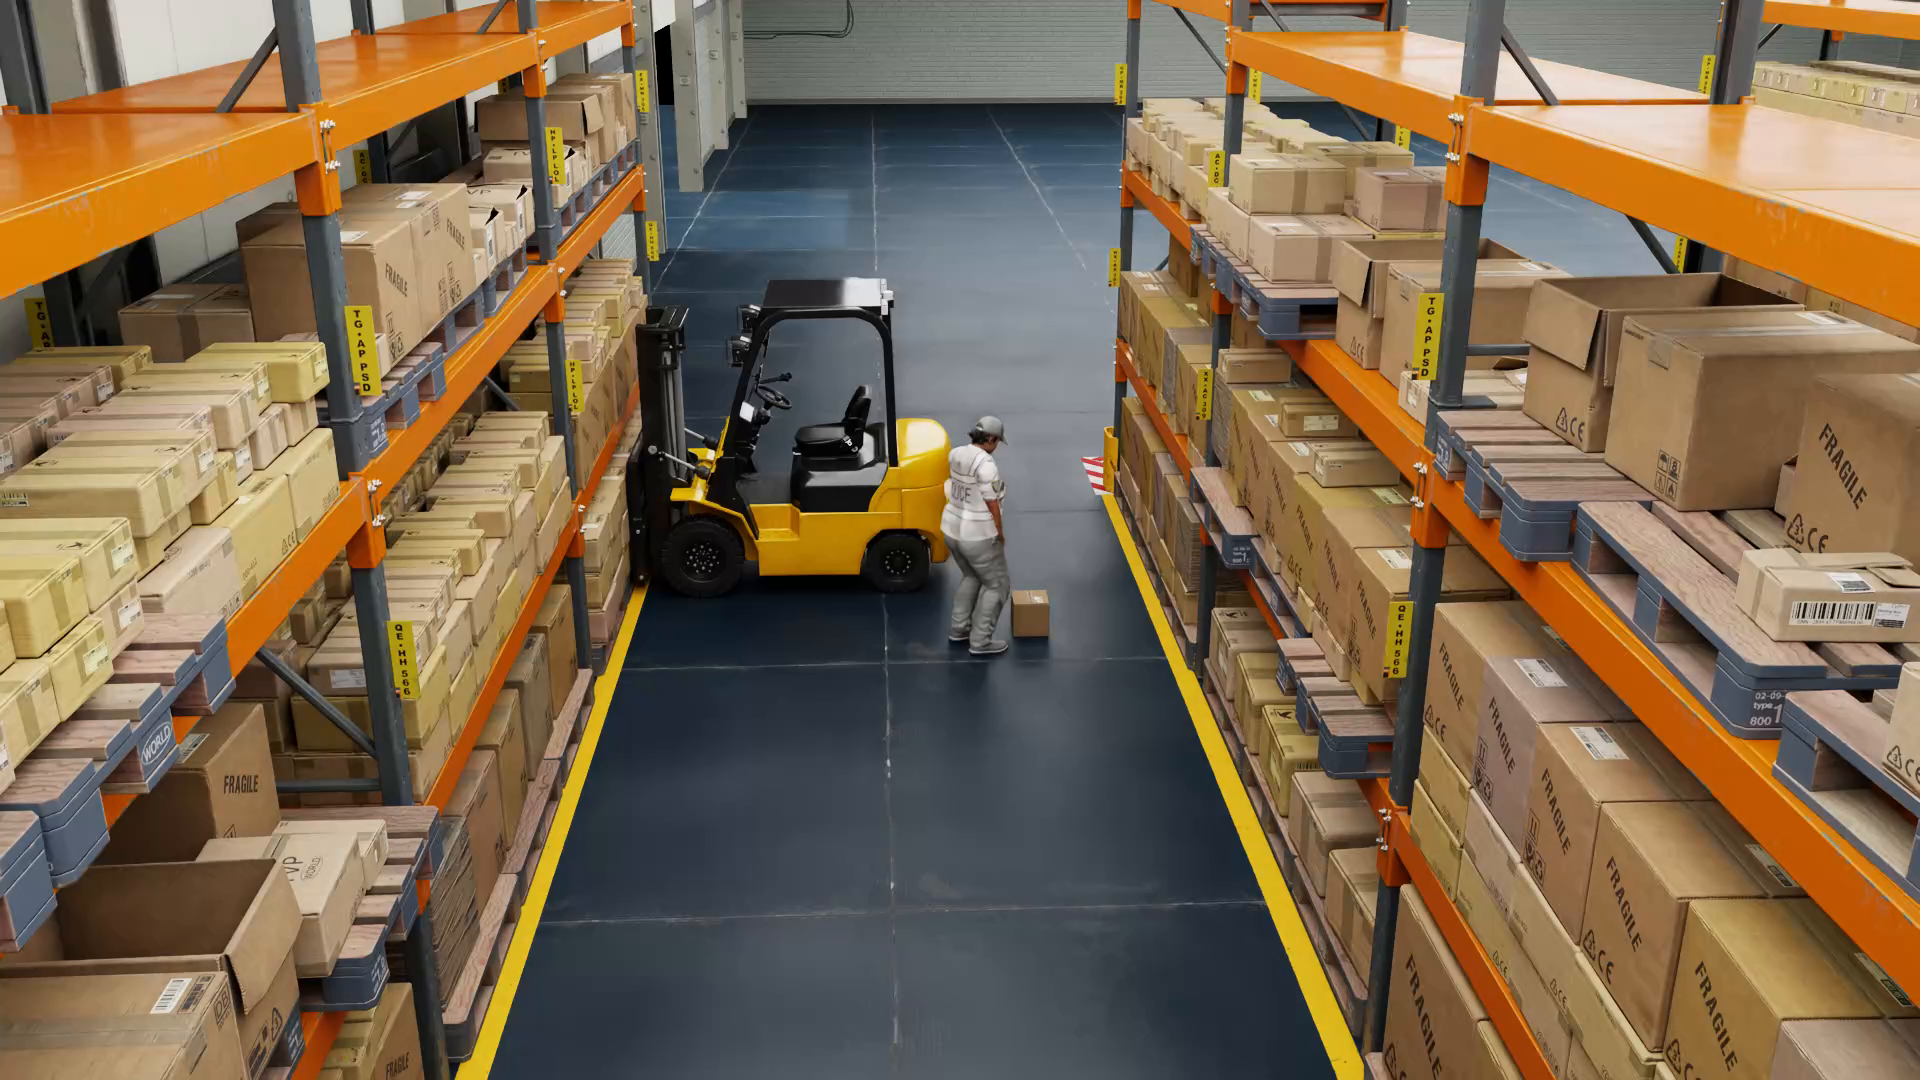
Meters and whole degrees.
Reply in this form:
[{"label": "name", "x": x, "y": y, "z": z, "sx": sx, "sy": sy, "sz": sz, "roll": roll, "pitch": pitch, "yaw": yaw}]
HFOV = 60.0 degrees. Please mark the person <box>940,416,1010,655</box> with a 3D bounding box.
[{"label": "person", "x": 0.115, "y": -0.041, "z": 11.269, "sx": 0.479, "sy": 1.619, "sz": 0.496, "roll": -12, "pitch": 24, "yaw": -29}]
